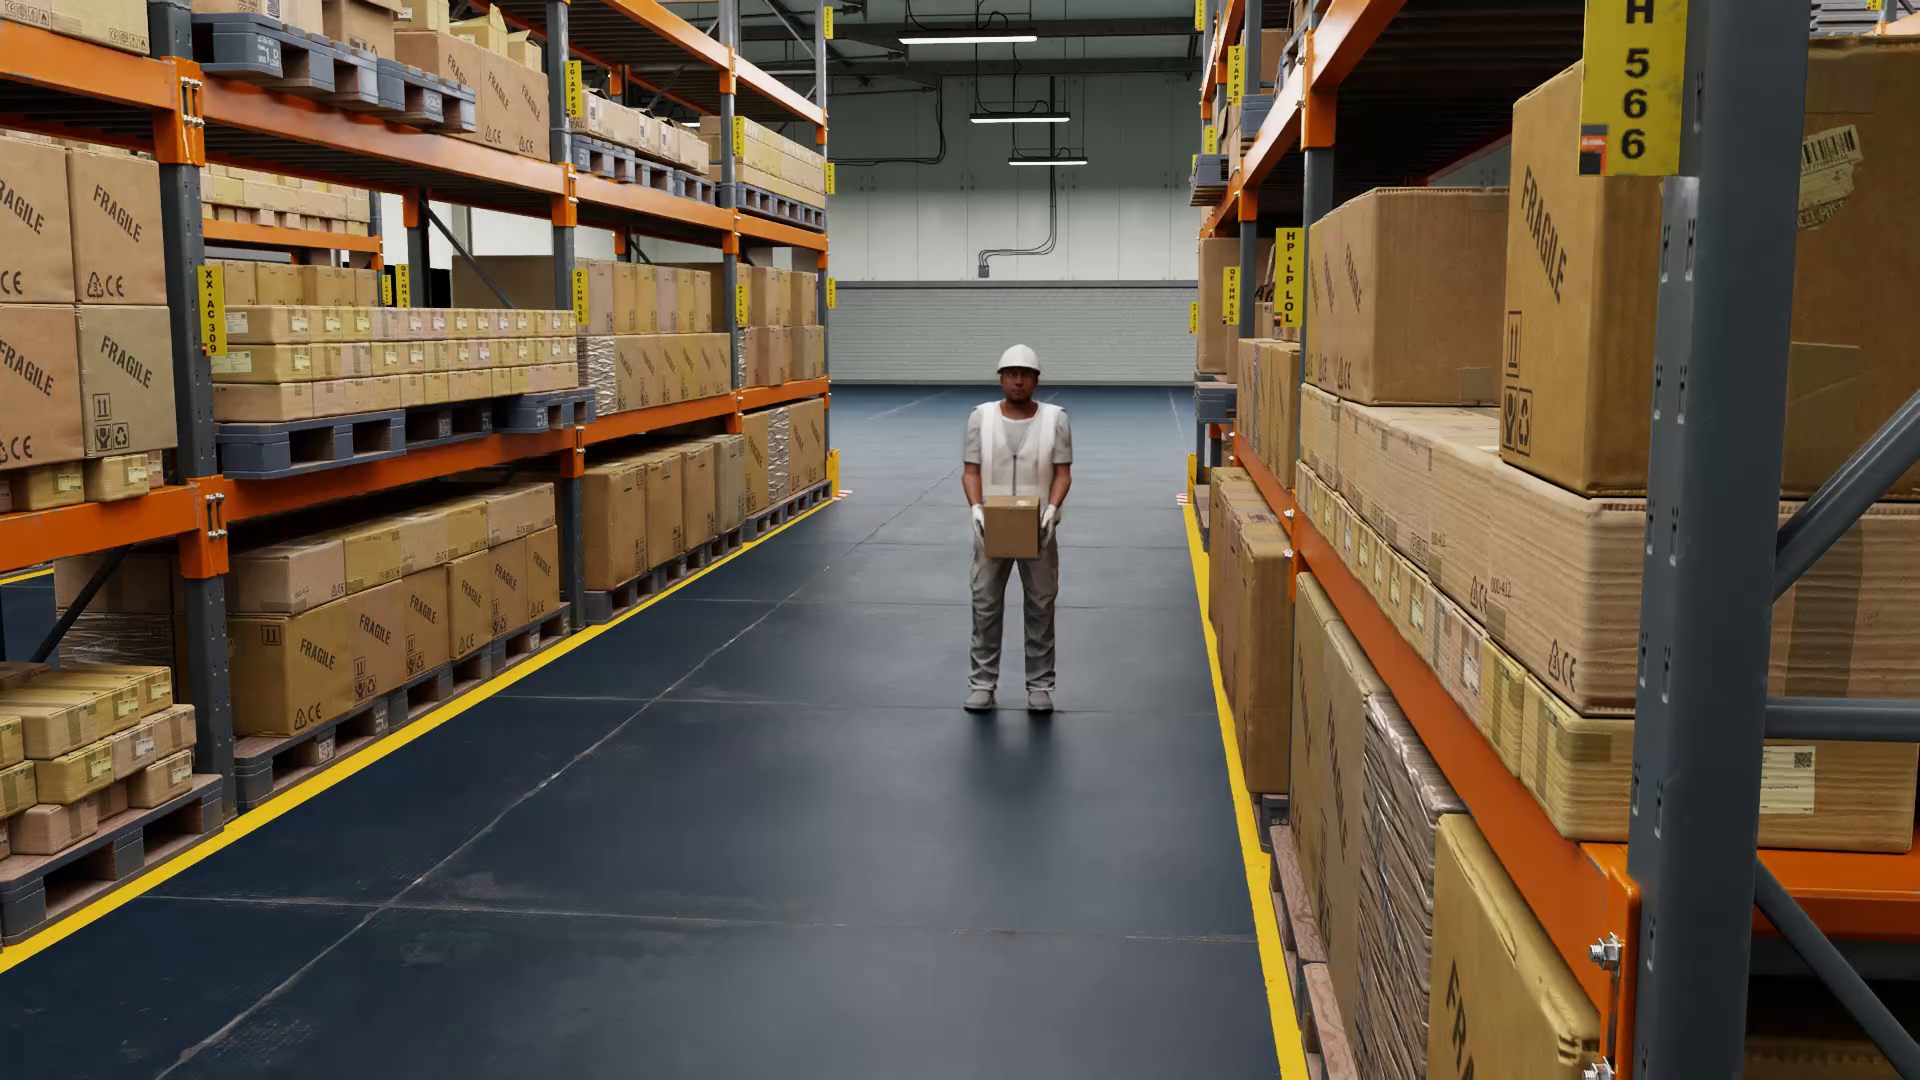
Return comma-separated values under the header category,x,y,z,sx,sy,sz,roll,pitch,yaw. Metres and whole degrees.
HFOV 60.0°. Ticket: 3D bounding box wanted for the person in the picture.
category,x,y,z,sx,sy,sz,roll,pitch,yaw
person,0.273,-0.052,8.087,0.542,1.789,0.520,1,8,6
